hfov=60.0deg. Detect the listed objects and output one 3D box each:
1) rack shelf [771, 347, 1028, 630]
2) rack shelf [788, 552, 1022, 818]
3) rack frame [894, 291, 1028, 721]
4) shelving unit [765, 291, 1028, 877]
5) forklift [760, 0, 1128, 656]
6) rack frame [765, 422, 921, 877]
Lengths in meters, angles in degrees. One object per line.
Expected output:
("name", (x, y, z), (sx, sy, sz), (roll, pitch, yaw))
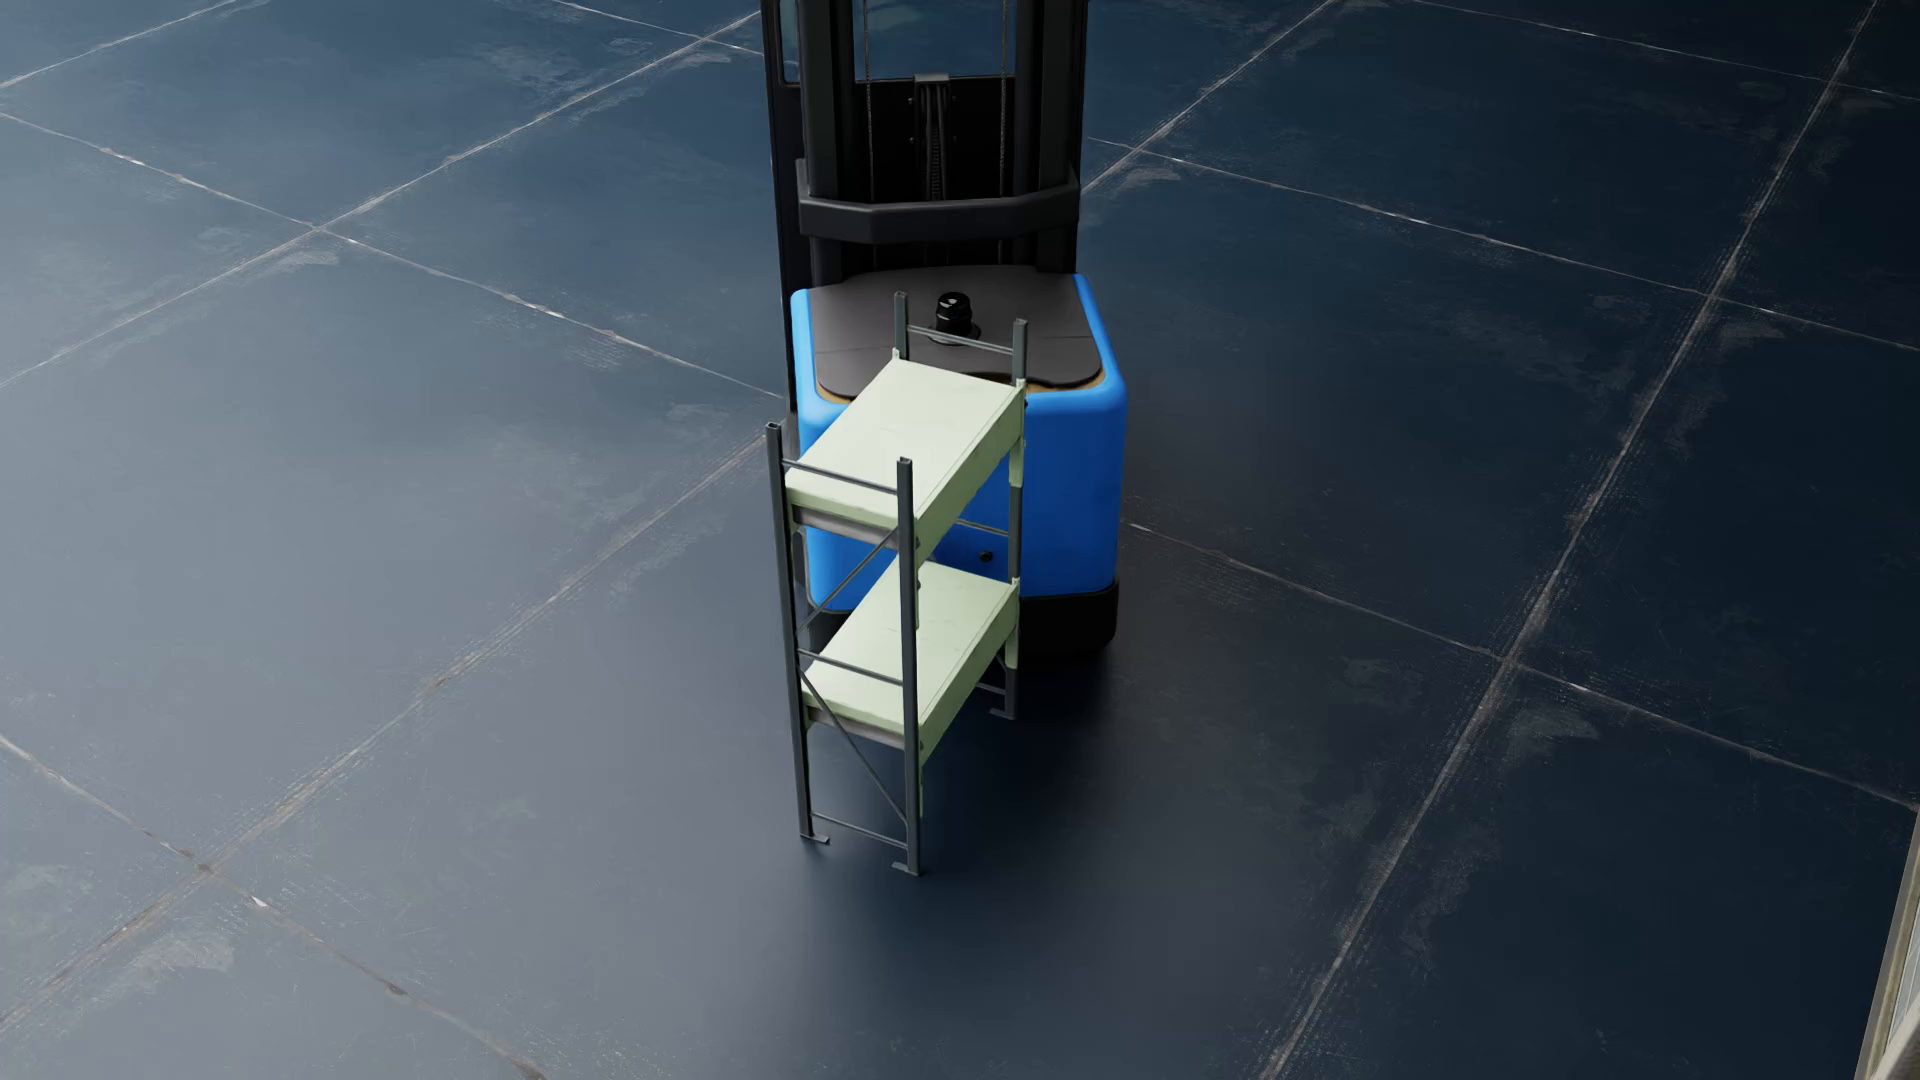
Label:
("rack shelf", (-0.151, -0.159, 4.589), (0.431, 0.370, 0.720), (15, 40, 19))
("rack shelf", (-0.151, 0.408, 5.026), (0.431, 0.370, 0.720), (15, 40, 19))
("rack frame", (0.001, -0.054, 5.091), (0.400, 1.500, 0.023), (15, 40, 19))
("shelving unit", (-0.151, 0.150, 4.827), (0.431, 1.500, 0.755), (15, 40, 19))
("forklift", (-0.147, -1.622, 5.953), (1.130, 2.935, 3.031), (-4, 38, -5))
("rack frame", (-0.302, 0.353, 4.563), (0.400, 1.500, 0.023), (15, 40, 19))
